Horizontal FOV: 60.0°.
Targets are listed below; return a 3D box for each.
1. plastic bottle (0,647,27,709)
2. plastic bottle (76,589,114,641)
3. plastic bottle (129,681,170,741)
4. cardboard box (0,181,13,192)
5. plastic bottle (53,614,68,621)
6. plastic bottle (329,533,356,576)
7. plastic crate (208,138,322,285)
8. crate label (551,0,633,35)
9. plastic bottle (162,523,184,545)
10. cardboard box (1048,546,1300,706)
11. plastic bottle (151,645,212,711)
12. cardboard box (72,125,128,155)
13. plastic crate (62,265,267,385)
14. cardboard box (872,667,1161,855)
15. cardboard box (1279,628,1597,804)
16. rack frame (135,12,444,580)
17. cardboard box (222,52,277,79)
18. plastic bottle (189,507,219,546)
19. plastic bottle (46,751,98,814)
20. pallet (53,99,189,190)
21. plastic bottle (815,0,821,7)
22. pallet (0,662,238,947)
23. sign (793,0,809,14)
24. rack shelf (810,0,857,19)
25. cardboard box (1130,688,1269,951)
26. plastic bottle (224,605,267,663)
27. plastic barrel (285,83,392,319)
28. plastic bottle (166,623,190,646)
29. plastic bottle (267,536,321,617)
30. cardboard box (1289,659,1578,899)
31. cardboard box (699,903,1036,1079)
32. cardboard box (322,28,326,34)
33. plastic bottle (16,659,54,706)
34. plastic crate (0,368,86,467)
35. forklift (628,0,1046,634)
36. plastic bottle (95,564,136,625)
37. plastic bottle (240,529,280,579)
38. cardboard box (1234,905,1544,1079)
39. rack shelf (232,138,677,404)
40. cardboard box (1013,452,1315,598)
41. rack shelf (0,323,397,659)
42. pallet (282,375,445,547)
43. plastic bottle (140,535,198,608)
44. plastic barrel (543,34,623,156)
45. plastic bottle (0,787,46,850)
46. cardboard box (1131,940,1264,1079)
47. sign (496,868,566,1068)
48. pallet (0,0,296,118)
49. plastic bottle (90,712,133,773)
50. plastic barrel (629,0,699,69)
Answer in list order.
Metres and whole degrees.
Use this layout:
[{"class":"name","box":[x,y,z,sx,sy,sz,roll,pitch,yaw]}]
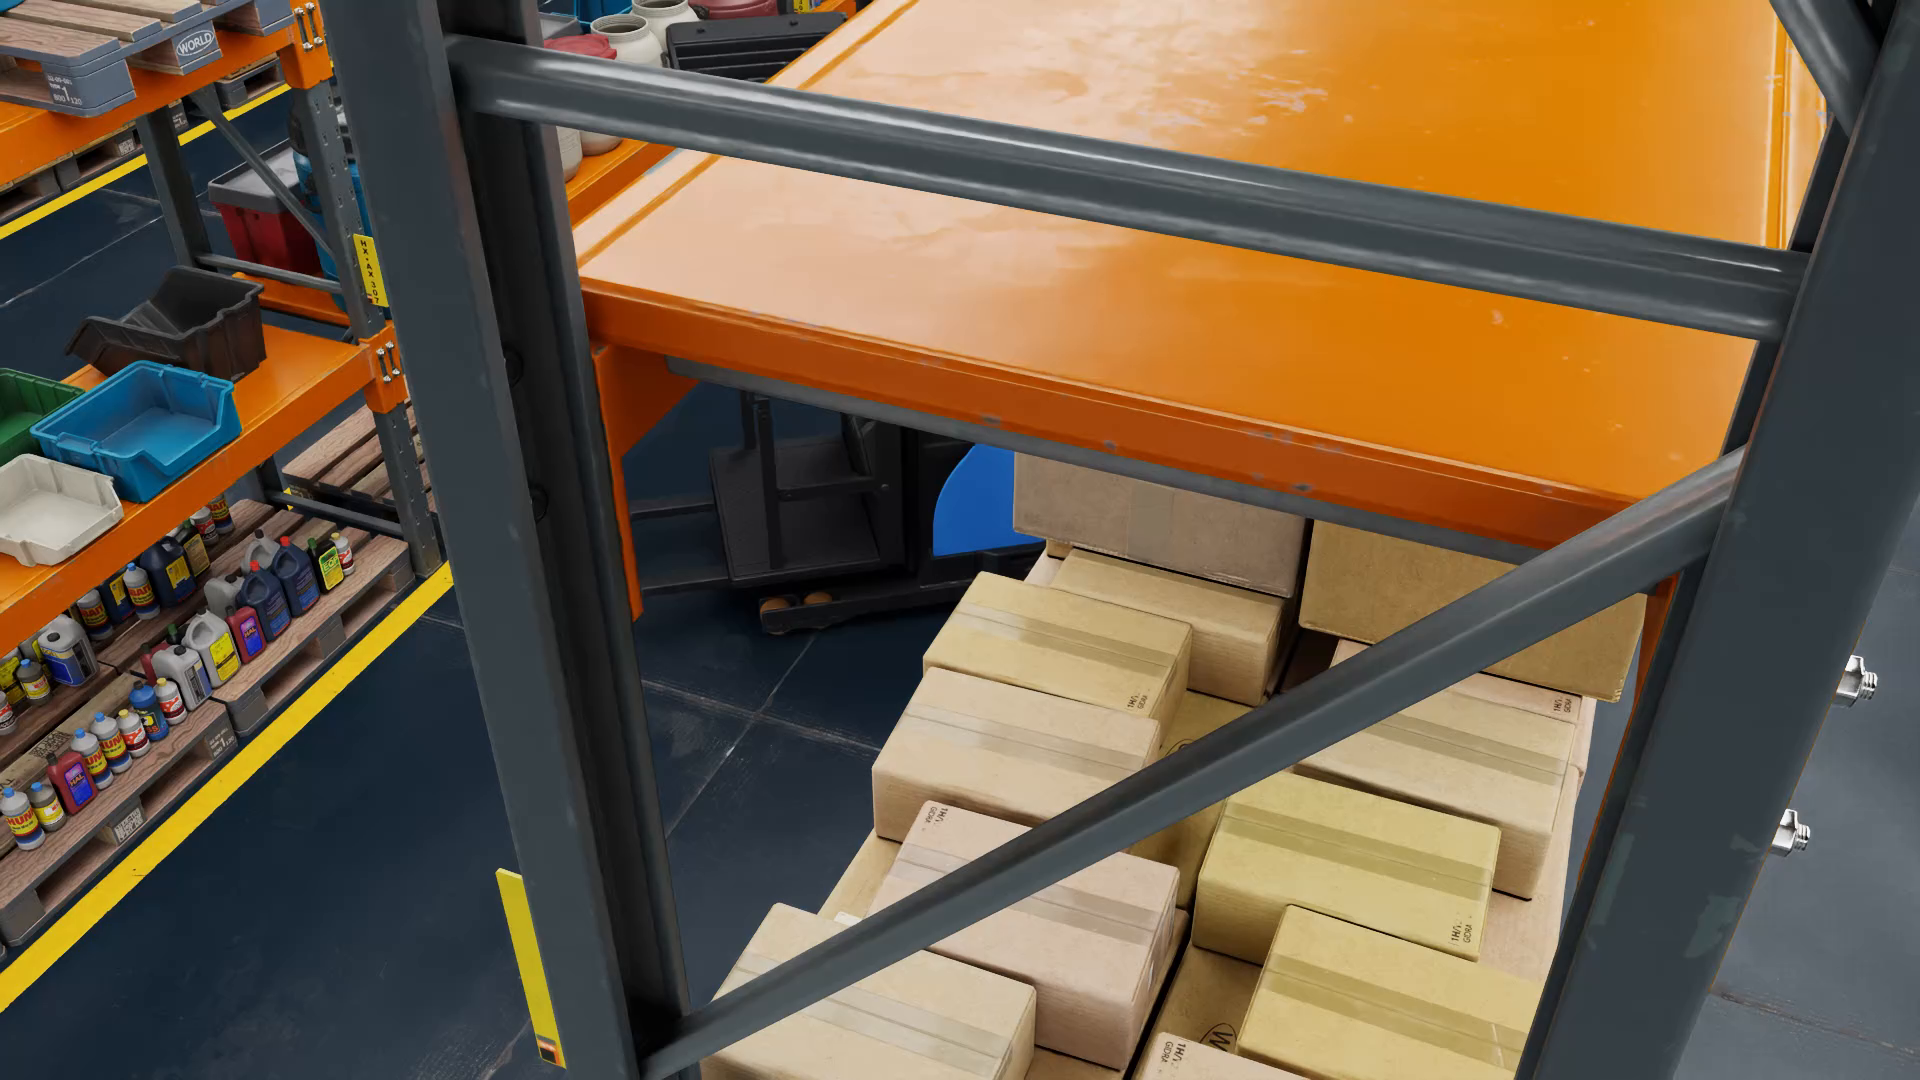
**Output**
[{"class":"plastic bottle","box":[-3.993,0.521,6.893,0.144,0.351,0.185,15,39,20]},{"class":"plastic bottle","box":[-3.782,0.304,7.249,0.097,0.271,0.097,0,37,0]},{"class":"plastic bottle","box":[-3.296,0.682,6.744,0.097,0.271,0.097,0,37,0]},{"class":"cardboard box","box":[-6.610,-2.375,10.868,0.500,0.250,0.500,15,39,19]},{"class":"plastic bottle","box":[-3.890,0.394,7.188,0.097,0.201,0.097,0,37,0]},{"class":"plastic bottle","box":[-2.848,0.057,7.638,0.097,0.201,0.097,0,37,0]},{"class":"plastic crate","box":[-3.096,-1.523,7.728,0.402,0.464,0.583,14,39,18]},{"class":"crate label","box":[-2.104,-2.899,9.594,0.502,0.435,0.616,14,39,18]},{"class":"plastic bottle","box":[-3.622,0.017,7.629,0.152,0.276,0.135,15,39,19]},{"class":"cardboard box","box":[0.371,0.111,2.883,0.380,0.149,0.250,14,39,18]},{"class":"plastic bottle","box":[-3.238,0.552,6.914,0.152,0.276,0.135,15,39,19]},{"class":"cardboard box","box":[-6.223,-2.938,11.621,0.500,0.250,0.500,13,39,17]},{"class":"plastic crate","box":[-3.315,-0.873,6.965,0.767,0.338,0.504,14,39,18]},{"class":"cardboard box","box":[0.088,0.364,2.544,0.380,0.149,0.250,12,38,16]},{"class":"cardboard box","box":[0.866,0.274,2.998,0.500,0.250,0.500,14,39,18]},{"class":"rack frame","box":[-2.998,-1.159,7.295,1.000,3.000,0.127,14,39,18]},{"class":"cardboard box","box":[-5.618,-3.866,12.637,0.500,0.500,0.500,15,39,20]},{"class":"plastic bottle","box":[-3.563,-0.082,7.824,0.097,0.201,0.097,0,37,0]},{"class":"plastic bottle","box":[-3.439,0.913,6.424,0.061,0.283,0.133,14,39,18]},{"class":"pallet","box":[-6.404,-2.940,12.008,1.003,0.211,1.213,14,39,18]},{"class":"plastic bottle","box":[-0.943,-3.546,10.596,0.097,0.271,0.097,0,37,0]},{"class":"pallet","box":[-3.755,0.998,6.739,1.003,0.211,1.213,14,39,18]},{"class":"sign","box":[-0.964,-3.318,10.047,0.100,0.325,0.005,14,39,18]},{"class":"rack shelf","box":[-0.715,-4.193,11.955,1.077,0.370,4.000,14,39,18]},{"class":"cardboard box","box":[0.197,0.440,2.775,0.500,0.250,0.500,14,39,18]},{"class":"plastic bottle","box":[-3.073,0.381,7.136,0.061,0.283,0.133,16,40,21]},{"class":"plastic barrel","box":[-2.571,-1.505,7.339,0.600,0.901,0.708,14,39,18]},{"class":"plastic bottle","box":[-3.277,0.451,7.043,0.061,0.283,0.133,14,39,18]},{"class":"plastic bottle","box":[-2.976,0.148,7.392,0.144,0.351,0.185,13,39,17]},{"class":"cardboard box","box":[0.719,0.359,2.551,0.380,0.149,0.250,15,39,20]},{"class":"cardboard box","box":[-0.122,0.658,2.151,0.380,0.149,0.250,14,39,18]},{"class":"cardboard box","box":[-5.228,-4.434,13.397,0.500,0.500,0.500,13,39,17]},{"class":"plastic bottle","box":[-3.865,0.584,6.933,0.097,0.201,0.097,0,37,0]},{"class":"plastic crate","box":[-3.775,-0.387,6.439,0.450,0.188,0.662,14,39,18]},{"class":"forklift","box":[-0.674,-1.087,7.257,3.031,2.935,1.130,-8,37,-10]},{"class":"plastic bottle","box":[-3.760,0.183,7.345,0.144,0.351,0.185,12,38,16]},{"class":"plastic bottle","box":[-3.110,0.115,7.436,0.144,0.351,0.185,14,39,18]},{"class":"cardboard box","box":[0.567,0.661,2.146,0.380,0.149,0.250,15,39,19]},{"class":"rack shelf","box":[-2.237,-1.978,8.992,1.077,0.370,4.000,14,39,18]},{"class":"cardboard box","box":[0.416,-0.293,2.881,0.500,0.500,0.500,14,39,18]},{"class":"rack shelf","box":[-3.759,0.236,6.029,1.077,0.370,4.000,14,39,18]},{"class":"pallet","box":[-2.735,-0.486,8.724,1.003,0.211,1.213,14,39,18]},{"class":"plastic bottle","box":[-3.555,0.111,7.441,0.144,0.351,0.185,14,39,18]},{"class":"plastic barrel","box":[-1.987,-2.339,8.760,0.433,0.535,0.433,0,37,0]},{"class":"plastic bottle","box":[-3.542,1.039,6.266,0.097,0.271,0.097,0,37,0]},{"class":"cardboard box","box":[0.483,0.835,2.248,0.500,0.250,0.500,15,39,19]},{"class":"sign","box":[-0.445,0.490,1.844,0.100,0.325,0.005,14,39,18]},{"class":"pallet","box":[-3.182,-1.863,5.890,1.213,0.211,1.003,14,39,18]},{"class":"plastic bottle","box":[-3.373,0.794,6.594,0.097,0.271,0.097,0,37,0]},{"class":"plastic barrel","box":[-1.670,-2.800,9.398,0.421,0.512,0.421,0,37,0]}]
